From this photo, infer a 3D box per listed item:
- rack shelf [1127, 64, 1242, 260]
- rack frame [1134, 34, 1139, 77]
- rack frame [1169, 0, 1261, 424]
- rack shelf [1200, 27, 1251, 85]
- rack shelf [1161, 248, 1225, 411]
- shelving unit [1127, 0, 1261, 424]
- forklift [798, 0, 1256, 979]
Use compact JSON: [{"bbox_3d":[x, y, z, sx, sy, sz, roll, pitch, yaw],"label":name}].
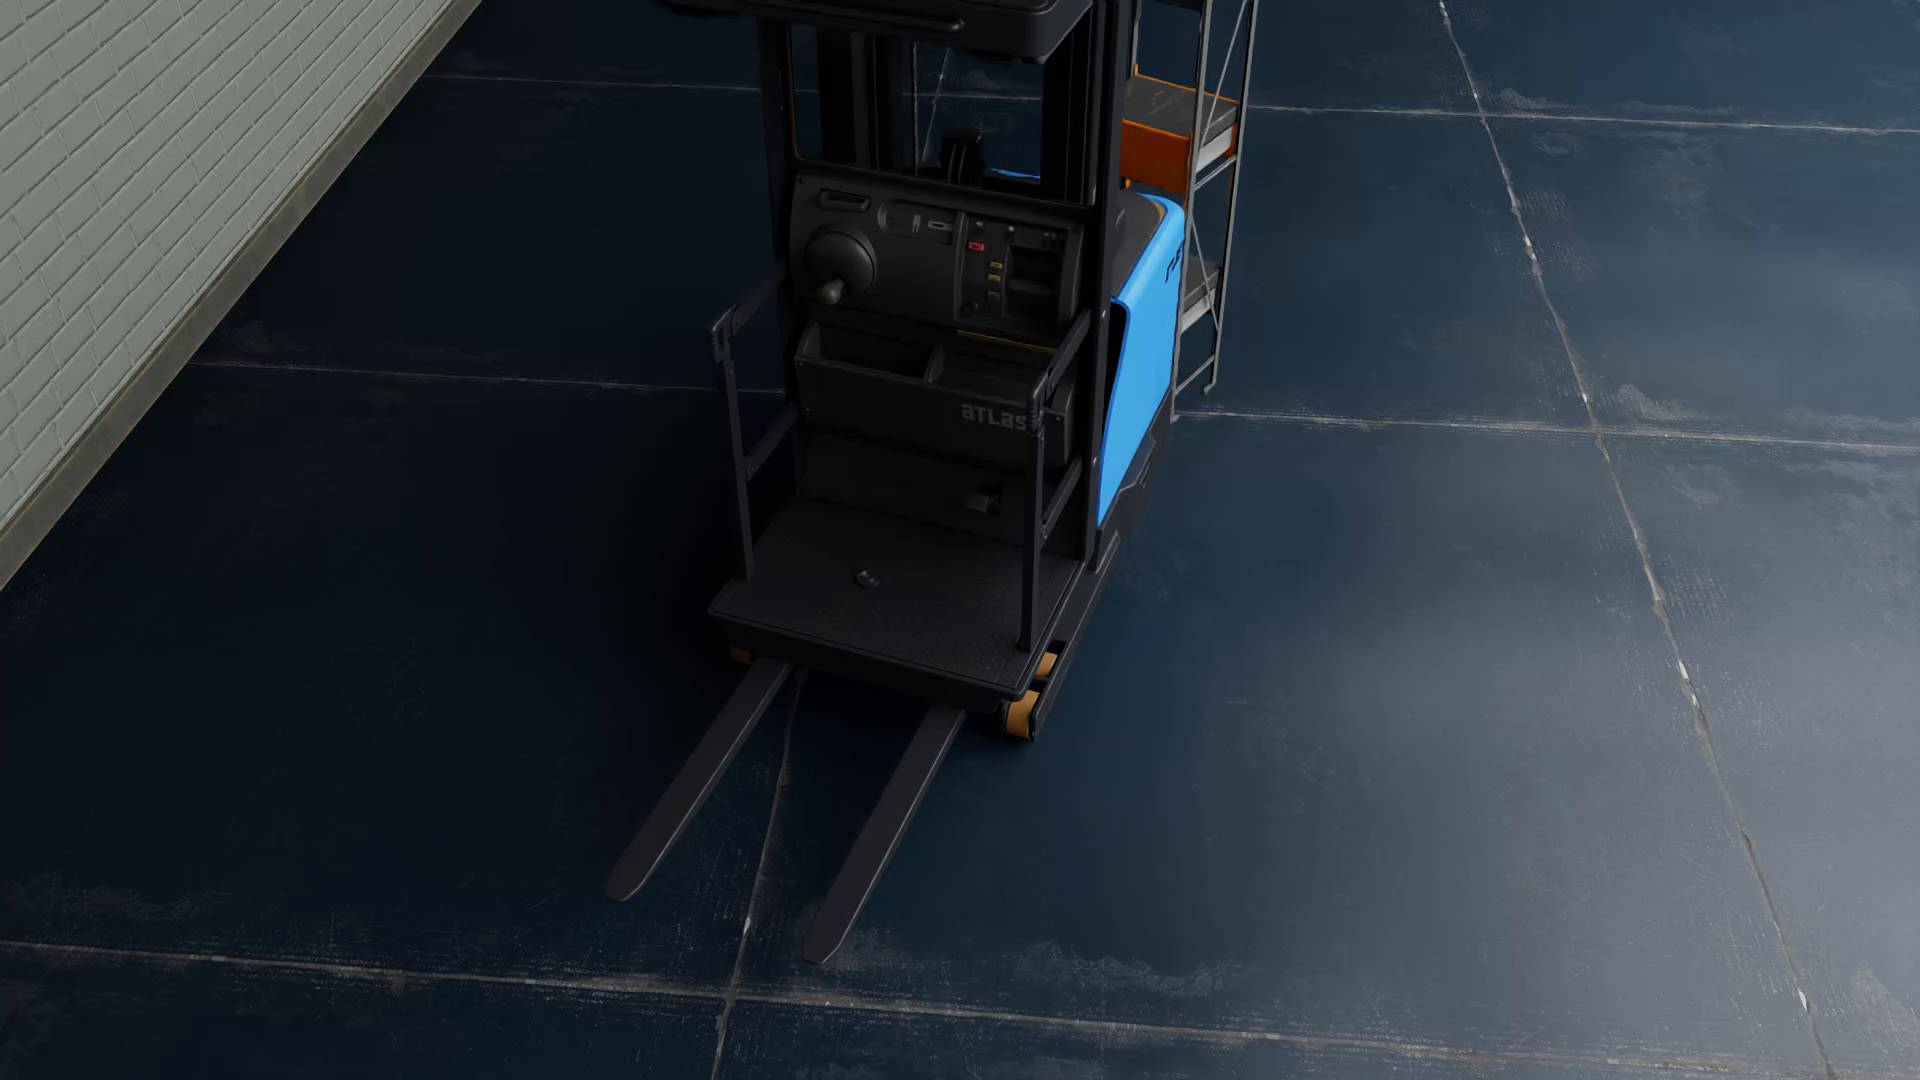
[{"bbox_3d":[0.773,-1.459,6.401,0.480,0.518,0.431,23,44,26],"label":"rack shelf"},{"bbox_3d":[0.571,-1.556,6.498,0.015,2.100,0.400,23,44,26],"label":"rack frame"},{"bbox_3d":[0.976,-1.384,6.287,0.015,2.100,0.400,23,44,26],"label":"rack frame"},{"bbox_3d":[0.773,-2.002,5.959,0.480,0.518,0.431,23,44,26],"label":"rack shelf"},{"bbox_3d":[0.773,-0.916,6.843,0.480,0.518,0.431,23,44,26],"label":"rack shelf"},{"bbox_3d":[0.773,-1.470,6.392,0.503,2.100,0.431,23,44,26],"label":"shelving unit"},{"bbox_3d":[0.126,-0.761,4.864,1.130,2.935,3.031,-3,39,-4],"label":"forklift"}]
